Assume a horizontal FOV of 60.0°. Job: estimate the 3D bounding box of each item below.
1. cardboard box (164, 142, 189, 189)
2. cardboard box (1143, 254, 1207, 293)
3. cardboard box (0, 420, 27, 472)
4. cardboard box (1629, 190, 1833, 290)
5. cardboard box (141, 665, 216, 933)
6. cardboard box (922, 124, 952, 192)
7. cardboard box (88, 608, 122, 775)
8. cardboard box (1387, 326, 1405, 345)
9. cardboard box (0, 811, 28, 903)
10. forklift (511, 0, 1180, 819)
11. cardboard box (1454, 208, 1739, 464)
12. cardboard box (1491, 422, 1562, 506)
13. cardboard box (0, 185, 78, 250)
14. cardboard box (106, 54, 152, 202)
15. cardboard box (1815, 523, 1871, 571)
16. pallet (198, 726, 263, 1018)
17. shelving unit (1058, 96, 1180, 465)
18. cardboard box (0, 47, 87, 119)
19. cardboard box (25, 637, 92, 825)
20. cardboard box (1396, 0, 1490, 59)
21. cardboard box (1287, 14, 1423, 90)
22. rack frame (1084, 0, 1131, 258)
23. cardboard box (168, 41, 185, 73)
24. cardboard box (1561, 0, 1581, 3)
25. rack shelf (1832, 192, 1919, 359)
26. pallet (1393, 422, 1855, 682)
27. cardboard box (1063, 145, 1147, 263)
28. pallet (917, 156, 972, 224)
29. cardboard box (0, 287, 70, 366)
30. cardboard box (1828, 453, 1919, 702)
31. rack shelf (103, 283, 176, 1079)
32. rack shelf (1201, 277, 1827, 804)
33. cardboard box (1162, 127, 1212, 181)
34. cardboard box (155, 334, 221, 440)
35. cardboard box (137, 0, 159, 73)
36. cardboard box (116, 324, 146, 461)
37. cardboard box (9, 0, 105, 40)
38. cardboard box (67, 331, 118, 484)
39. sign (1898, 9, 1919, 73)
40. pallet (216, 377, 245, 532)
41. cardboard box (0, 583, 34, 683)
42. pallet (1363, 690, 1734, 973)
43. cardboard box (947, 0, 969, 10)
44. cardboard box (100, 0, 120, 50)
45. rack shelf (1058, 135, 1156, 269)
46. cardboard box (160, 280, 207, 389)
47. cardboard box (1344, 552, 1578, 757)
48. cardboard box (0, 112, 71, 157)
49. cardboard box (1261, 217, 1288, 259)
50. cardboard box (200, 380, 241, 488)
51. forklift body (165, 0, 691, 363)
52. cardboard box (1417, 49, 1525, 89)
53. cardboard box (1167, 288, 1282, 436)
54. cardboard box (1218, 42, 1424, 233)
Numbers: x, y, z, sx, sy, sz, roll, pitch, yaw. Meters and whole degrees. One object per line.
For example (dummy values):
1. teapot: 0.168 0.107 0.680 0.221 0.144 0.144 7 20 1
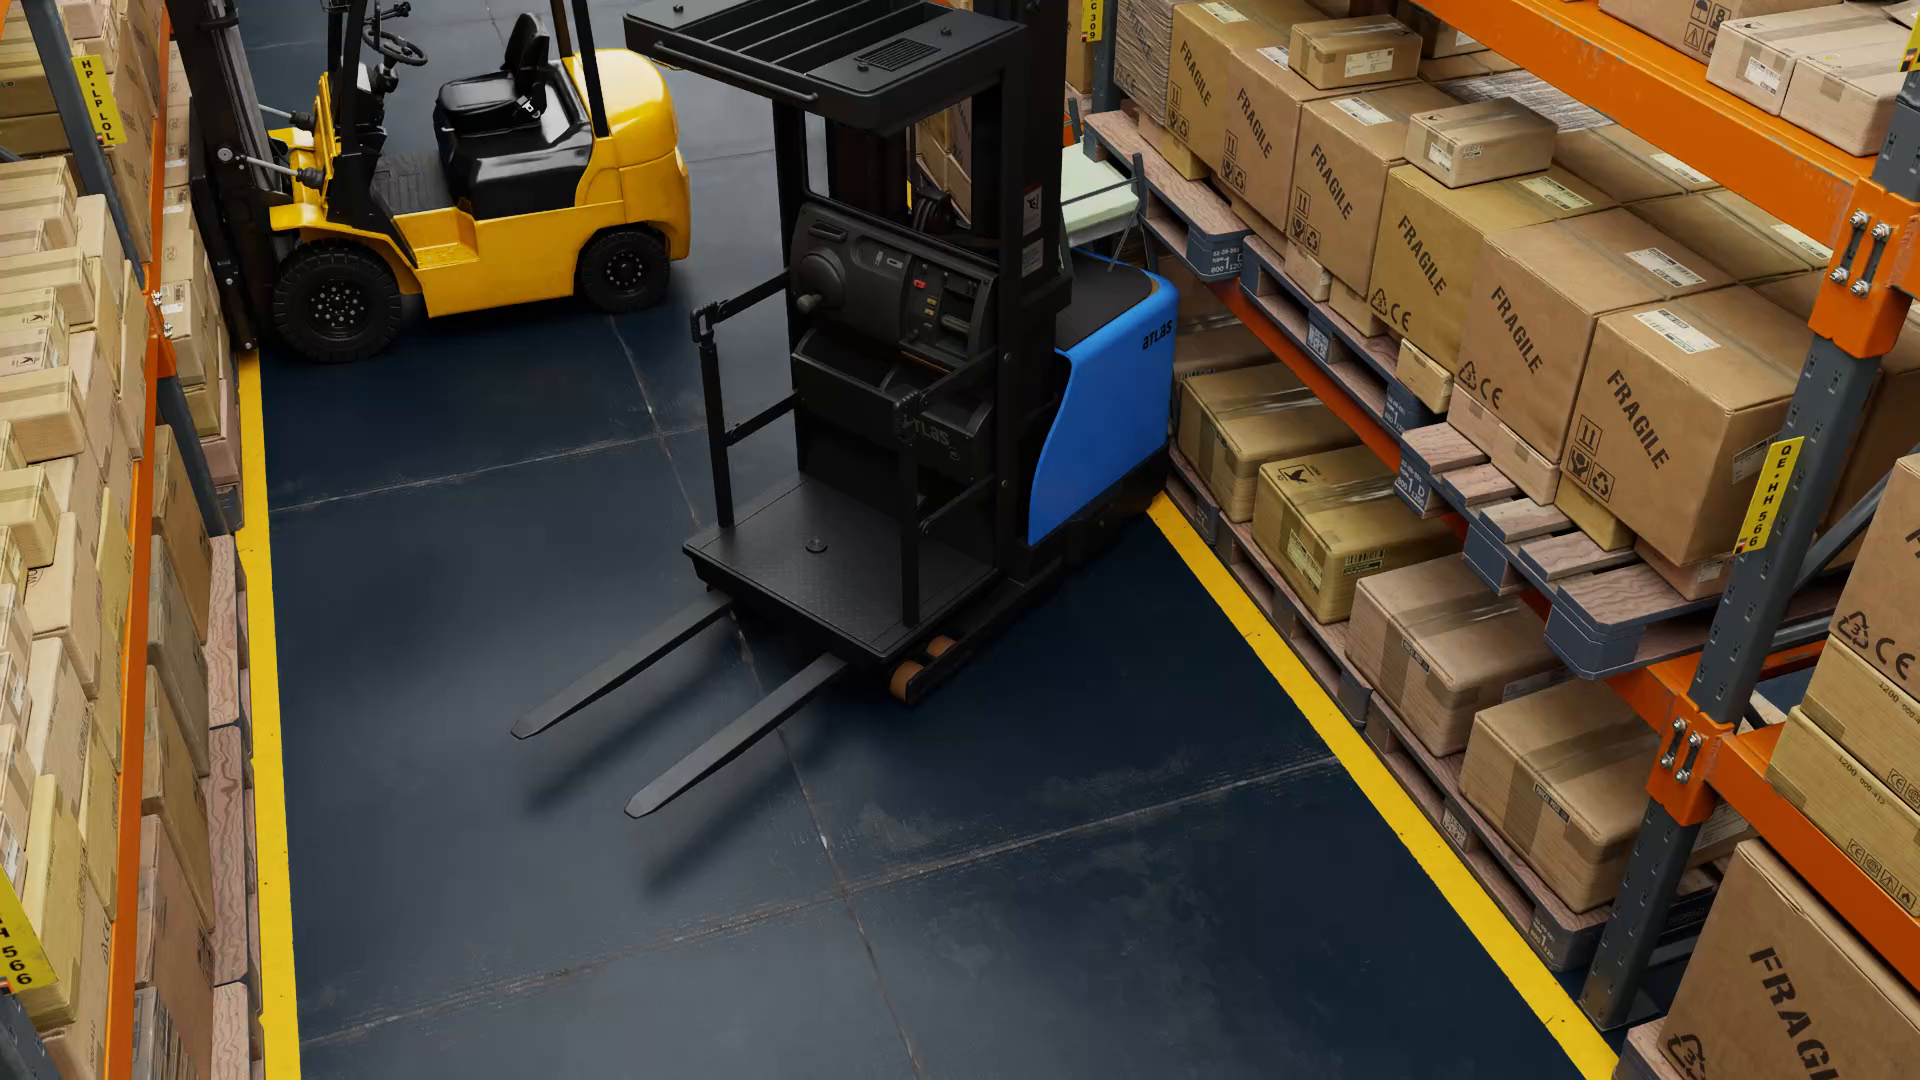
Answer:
1. cardboard box: -3.978 -1.696 8.113 0.500 0.250 0.500 -13 39 -17
2. cardboard box: 1.126 -1.509 8.697 0.500 0.250 0.500 -14 39 -18
3. cardboard box: -2.675 -0.155 4.341 0.380 0.149 0.250 -12 39 -16
4. cardboard box: 2.328 -0.713 5.023 0.500 0.500 0.500 -11 38 -14
5. cardboard box: -2.874 0.917 5.165 0.875 0.625 0.625 -14 39 -18
6. cardboard box: 0.085 -2.271 9.708 0.500 0.250 0.500 -10 38 -13
7. cardboard box: -2.483 0.423 4.320 0.500 0.250 0.500 -14 39 -17
8. cardboard box: 1.674 -0.729 5.584 0.380 0.149 0.250 -12 39 -16
9. cardboard box: -2.041 0.699 3.207 0.380 0.149 0.250 -11 38 -15
10. forklift: -0.397 -0.880 5.983 1.130 2.935 3.031 26 44 30
11. cardboard box: 1.846 -0.606 4.883 0.500 0.500 0.500 -13 39 -17
12. cardboard box: 1.829 -0.264 4.968 0.380 0.149 0.250 -13 39 -16
13. cardboard box: -3.152 -1.031 5.503 0.380 0.149 0.250 -13 39 -17
14. cardboard box: -3.686 -1.656 6.873 0.500 0.500 0.500 -12 39 -15
15. cardboard box: 2.514 -0.080 4.723 0.380 0.149 0.250 -15 39 -19
16. pallet: -2.870 1.191 5.493 1.003 0.211 1.213 -12 39 -16
17. shelving unit: 0.577 -1.085 7.369 0.431 1.500 0.755 -20 36 -8
18. cardboard box: -3.415 -1.680 6.118 0.380 0.149 0.250 -12 39 -15
19. cardboard box: -2.302 0.515 3.783 0.500 0.250 0.500 -11 38 -15
20. cardboard box: 1.812 -1.886 6.042 0.380 0.149 0.250 -14 39 -18
21. cardboard box: 1.375 -1.705 5.802 0.380 0.149 0.250 -10 38 -13
22. rack frame: 1.075 -2.051 7.479 1.000 3.000 0.127 -12 39 -16
23. cardboard box: -4.509 -2.554 9.252 0.500 0.250 0.500 -11 38 -14
24. cardboard box: 1.900 -1.886 4.682 0.797 0.503 0.637 -12 39 -16
25. rack shelf: 3.140 0.428 2.293 1.077 0.370 4.000 -12 39 -16
26. pallet: 2.106 -0.095 5.042 1.213 0.211 1.003 -12 39 -16
27. cardboard box: 0.620 -1.698 8.325 0.500 0.500 0.500 -13 39 -17
28. pallet: 0.387 -1.999 9.729 1.003 0.211 1.213 -12 39 -16
29. cardboard box: -2.871 -0.600 4.931 0.380 0.149 0.250 -13 39 -17
30. cardboard box: 2.392 0.099 3.711 0.500 0.500 0.500 -14 39 -17
31. rack shelf: -2.896 0.396 4.829 1.077 0.370 4.000 -12 39 -16
32. rack shelf: 1.763 -0.633 6.196 1.077 0.370 4.000 -12 39 -16
33. cardboard box: 1.046 -1.597 6.737 0.380 0.149 0.250 -12 39 -15
34. cardboard box: -3.461 -0.627 7.110 0.500 0.250 0.500 -13 39 -16
35. cardboard box: -4.198 -2.512 8.009 0.500 0.500 0.500 -13 39 -17
36. cardboard box: -2.987 -0.448 5.476 0.500 0.250 0.500 -13 39 -16
37. cardboard box: -3.678 -2.118 6.699 0.380 0.149 0.250 -12 39 -15
38. cardboard box: -2.821 -0.357 4.940 0.500 0.250 0.500 -12 39 -15
39. sign: 1.941 -1.084 3.274 0.100 0.325 0.005 -12 39 -16
40. pallet: -3.818 -0.365 7.559 1.003 0.211 1.213 -12 39 -16
41. cardboard box: -2.348 0.263 3.785 0.380 0.149 0.250 -12 39 -15
42. pallet: 2.184 0.881 5.905 1.003 0.211 1.213 -12 39 -16
43. cardboard box: 0.143 -2.931 8.856 0.380 0.149 0.250 -12 39 -16
44. cardboard box: -3.757 -2.145 6.982 0.380 0.149 0.250 -13 39 -16
45. rack shelf: 0.499 -1.391 7.141 0.431 0.370 0.720 -20 36 -8
46. cardboard box: -3.456 -0.828 6.961 0.500 0.250 0.500 -13 39 -17
47. cardboard box: 2.005 0.354 6.121 0.950 0.372 0.625 -13 39 -17
48. cardboard box: -3.447 -1.554 6.198 0.380 0.149 0.250 -13 39 -17
49. cardboard box: 1.348 -1.159 6.156 0.380 0.149 0.250 -12 39 -16
50. cardboard box: -3.440 -0.432 7.267 0.500 0.250 0.500 -12 39 -15
51. forklift body: -2.595 -2.248 8.447 2.313 2.155 1.214 -12 39 -16
52. cardboard box: 1.793 -1.591 6.190 0.500 0.500 0.500 -11 38 -14
53. cardboard box: 1.258 -0.873 7.751 0.950 0.372 0.625 -12 39 -15
54. cardboard box: 1.297 -1.488 6.053 0.500 0.500 0.500 -13 39 -16
